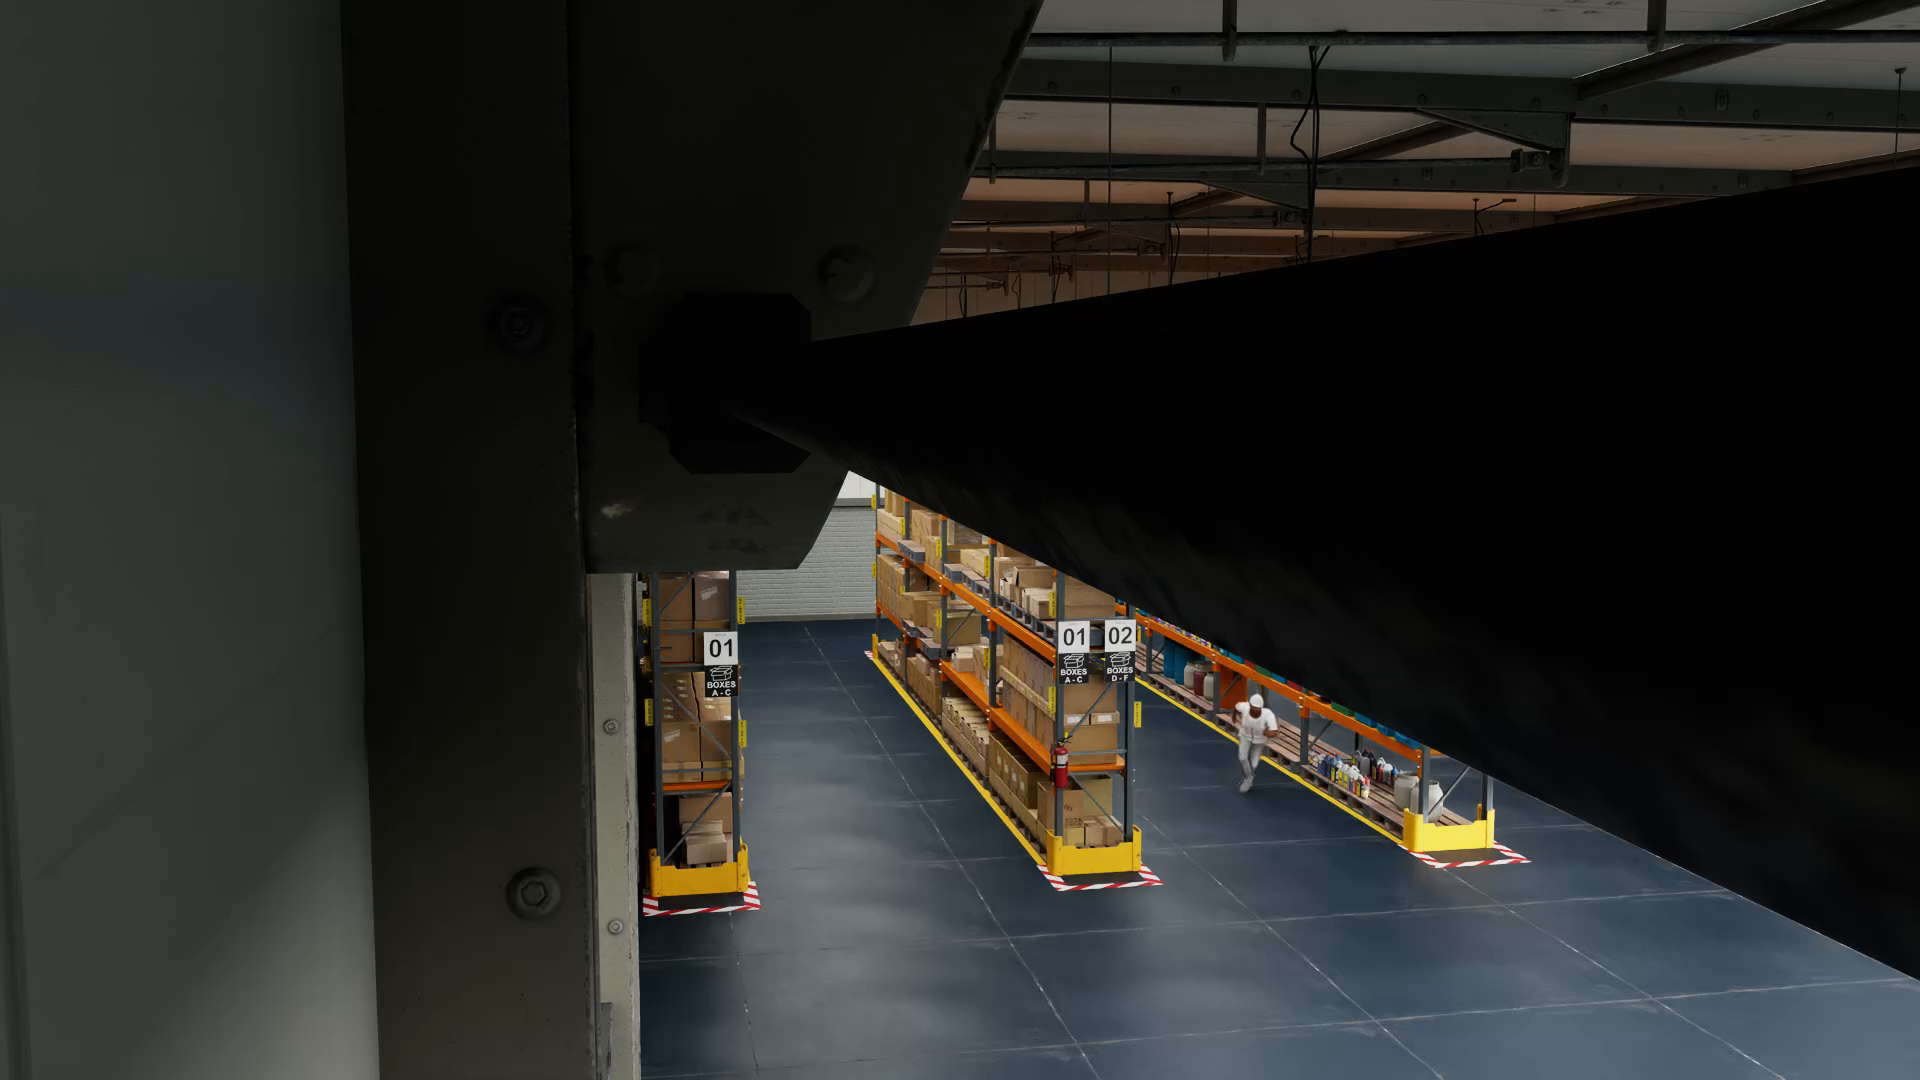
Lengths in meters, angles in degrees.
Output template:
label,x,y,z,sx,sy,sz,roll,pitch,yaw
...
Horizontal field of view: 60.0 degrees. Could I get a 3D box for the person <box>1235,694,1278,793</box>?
label,x,y,z,sx,sy,sz,roll,pitch,yaw
person,4.422,2.988,24.848,0.621,1.534,1.032,1,6,10
